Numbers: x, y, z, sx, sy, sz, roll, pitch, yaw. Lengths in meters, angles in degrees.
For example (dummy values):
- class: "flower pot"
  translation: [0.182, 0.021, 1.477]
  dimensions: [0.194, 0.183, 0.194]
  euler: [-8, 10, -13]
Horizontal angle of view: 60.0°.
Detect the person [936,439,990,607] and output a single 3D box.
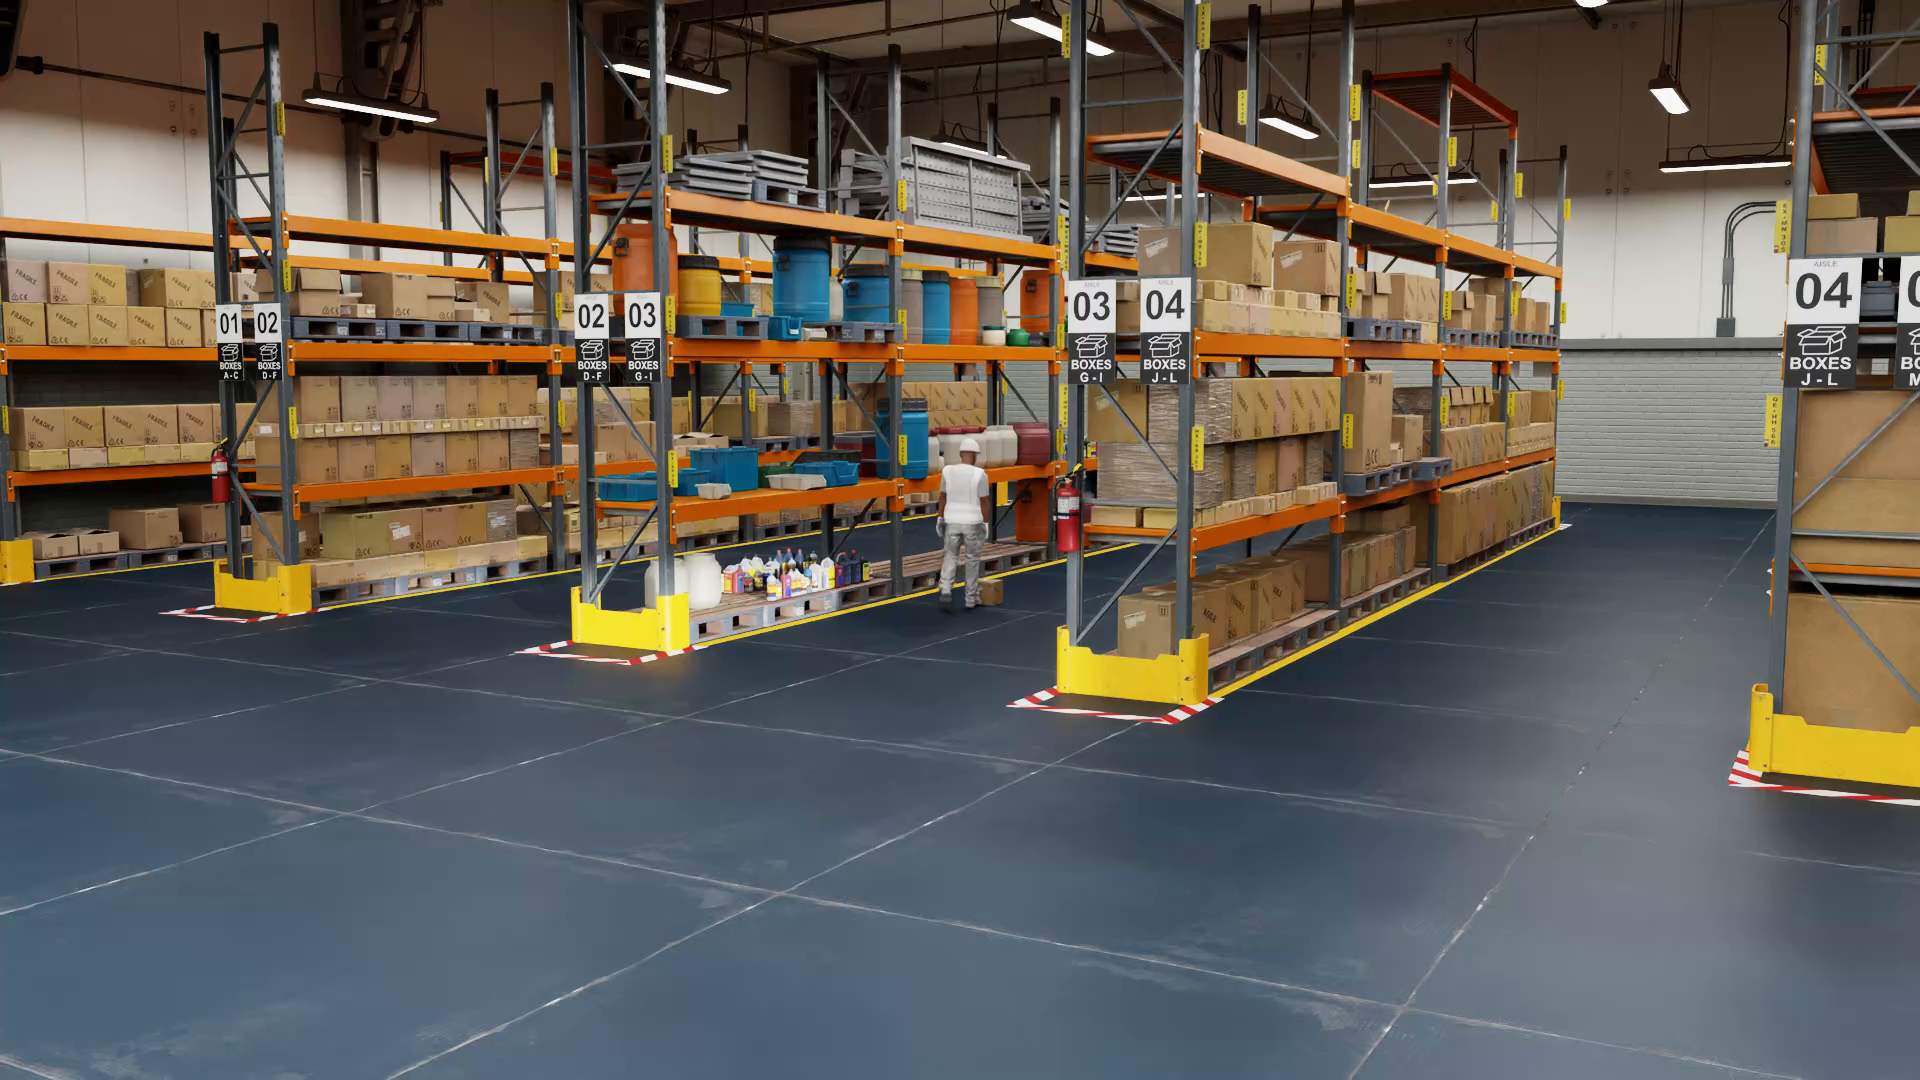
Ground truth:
- class: "person"
  translation: [0.063, -0.179, 17.530]
  dimensions: [0.595, 1.781, 0.583]
  euler: [2, 6, 19]
